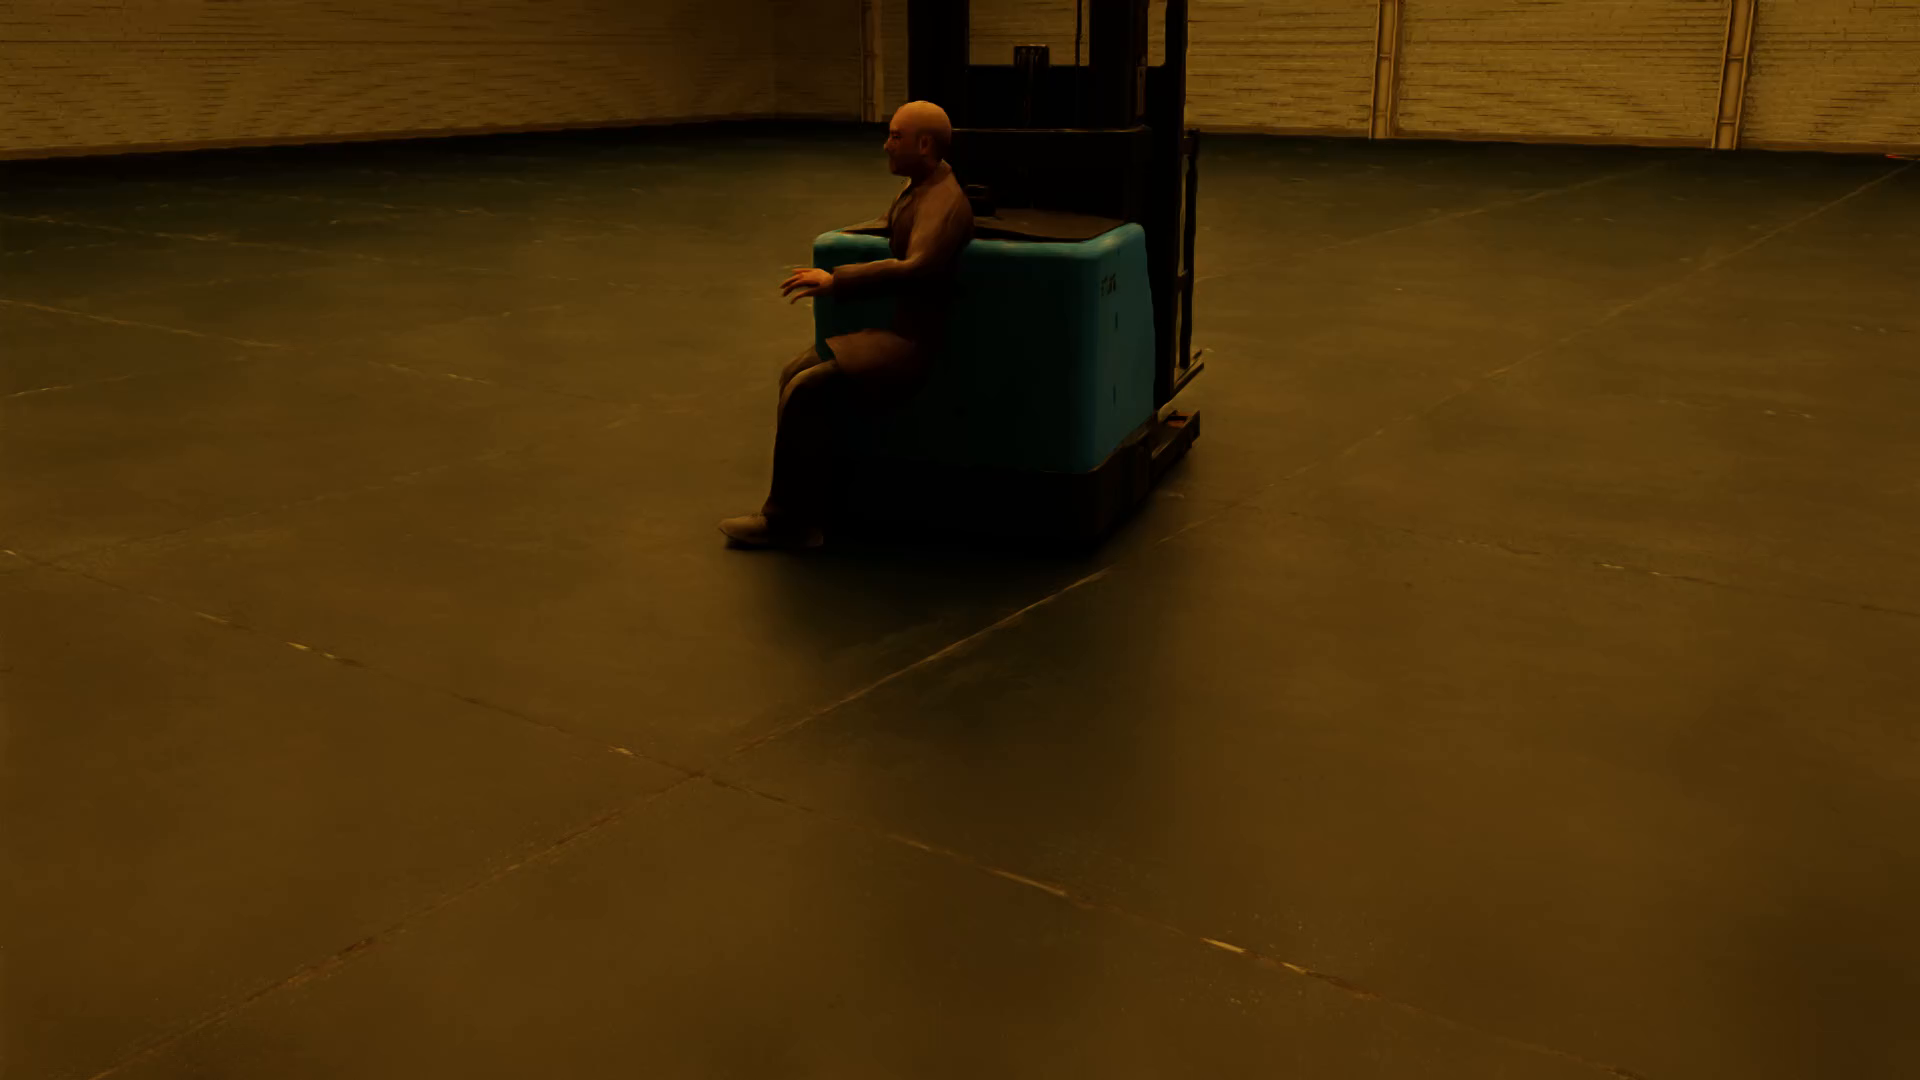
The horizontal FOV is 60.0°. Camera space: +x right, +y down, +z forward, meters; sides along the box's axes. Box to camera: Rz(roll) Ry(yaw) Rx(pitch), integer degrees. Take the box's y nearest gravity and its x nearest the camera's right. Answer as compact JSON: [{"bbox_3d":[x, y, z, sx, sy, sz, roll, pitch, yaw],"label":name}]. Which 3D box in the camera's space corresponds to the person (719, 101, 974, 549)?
[{"bbox_3d":[-0.403,-0.721,5.746,0.892,1.540,0.963,-5,17,-16],"label":"person"}]

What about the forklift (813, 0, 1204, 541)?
[{"bbox_3d":[0.421,-1.783,6.794,1.130,2.935,3.031,5,17,18],"label":"forklift"}]
